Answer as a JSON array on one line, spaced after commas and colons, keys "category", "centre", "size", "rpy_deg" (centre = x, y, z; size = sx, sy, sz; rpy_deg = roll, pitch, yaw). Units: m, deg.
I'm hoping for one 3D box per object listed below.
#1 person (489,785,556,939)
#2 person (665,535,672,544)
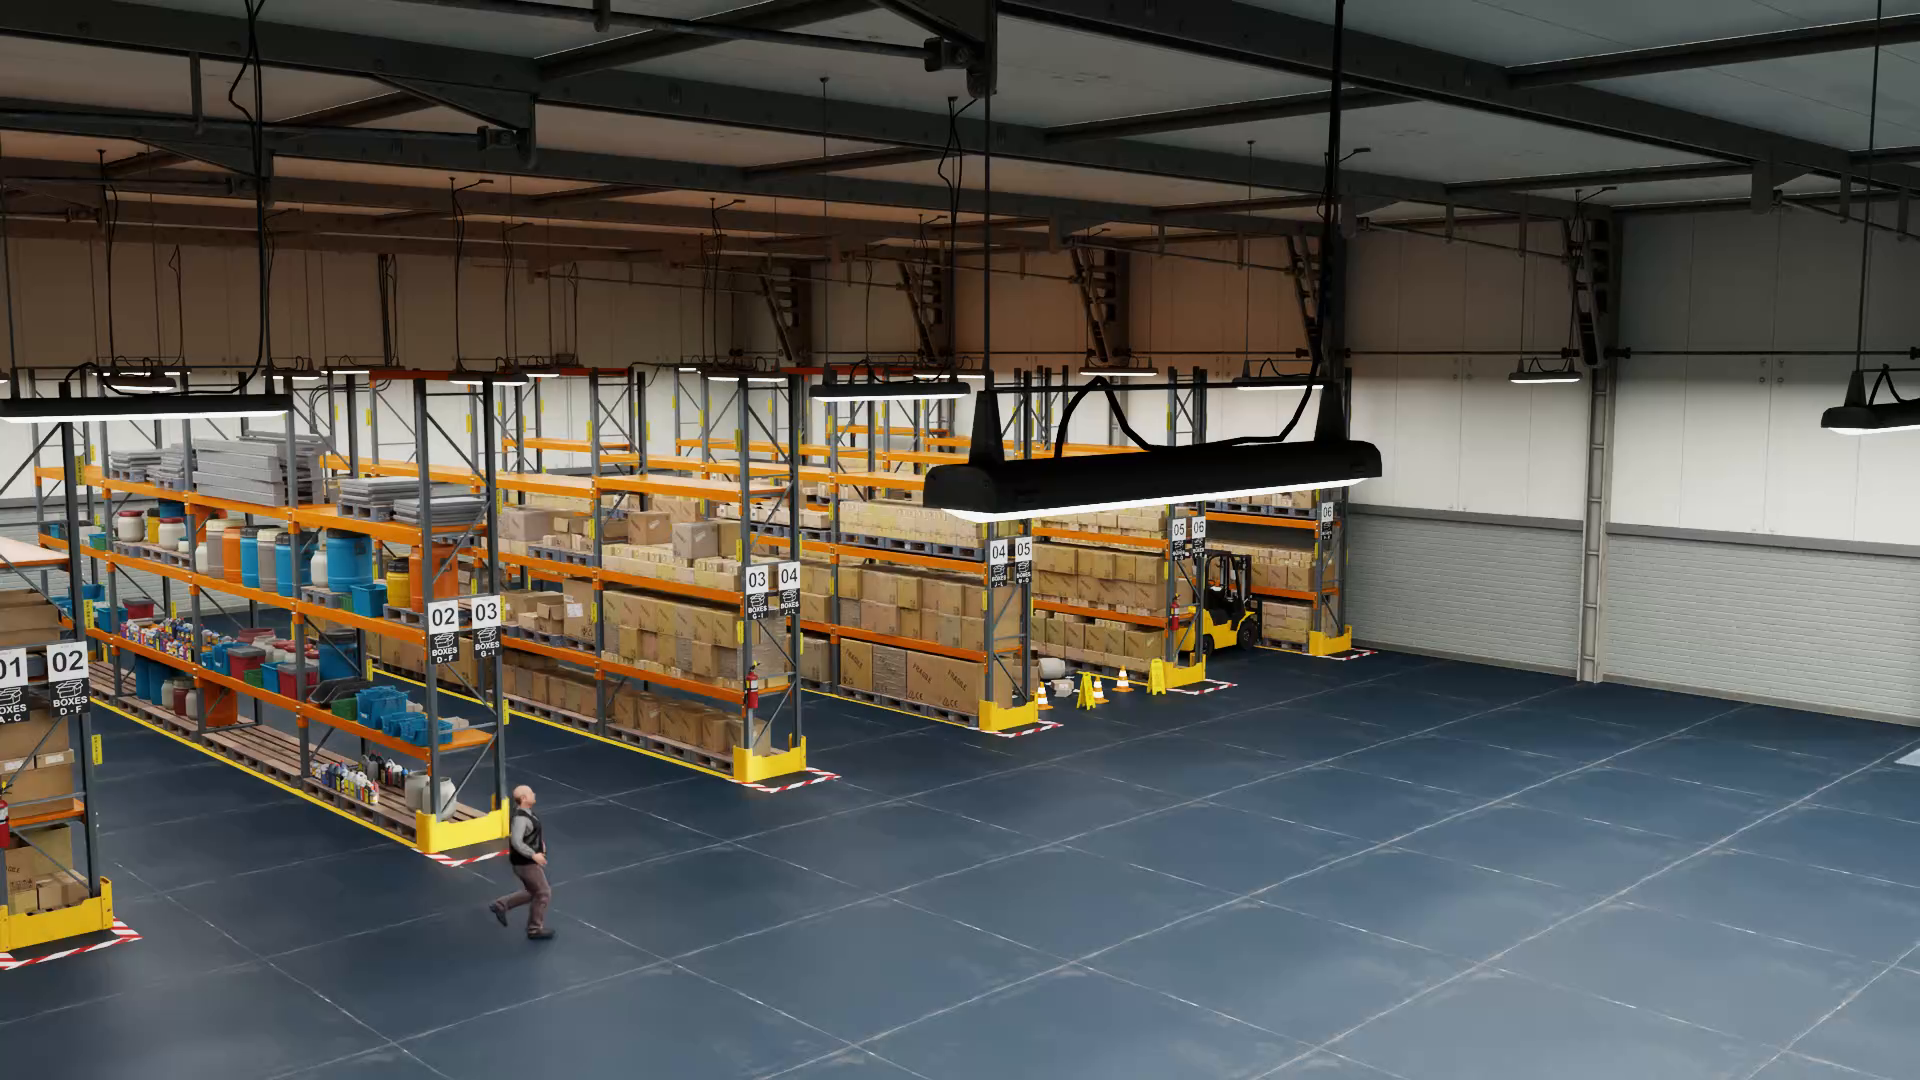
[{"category": "person", "centre": [-4.740, 3.475, 17.946], "size": [0.685, 1.681, 0.700], "rpy_deg": [-2, 7, -16]}, {"category": "person", "centre": [-7.734, 0.502, 44.052], "size": [0.677, 1.762, 0.723], "rpy_deg": [-4, 7, -29]}]
